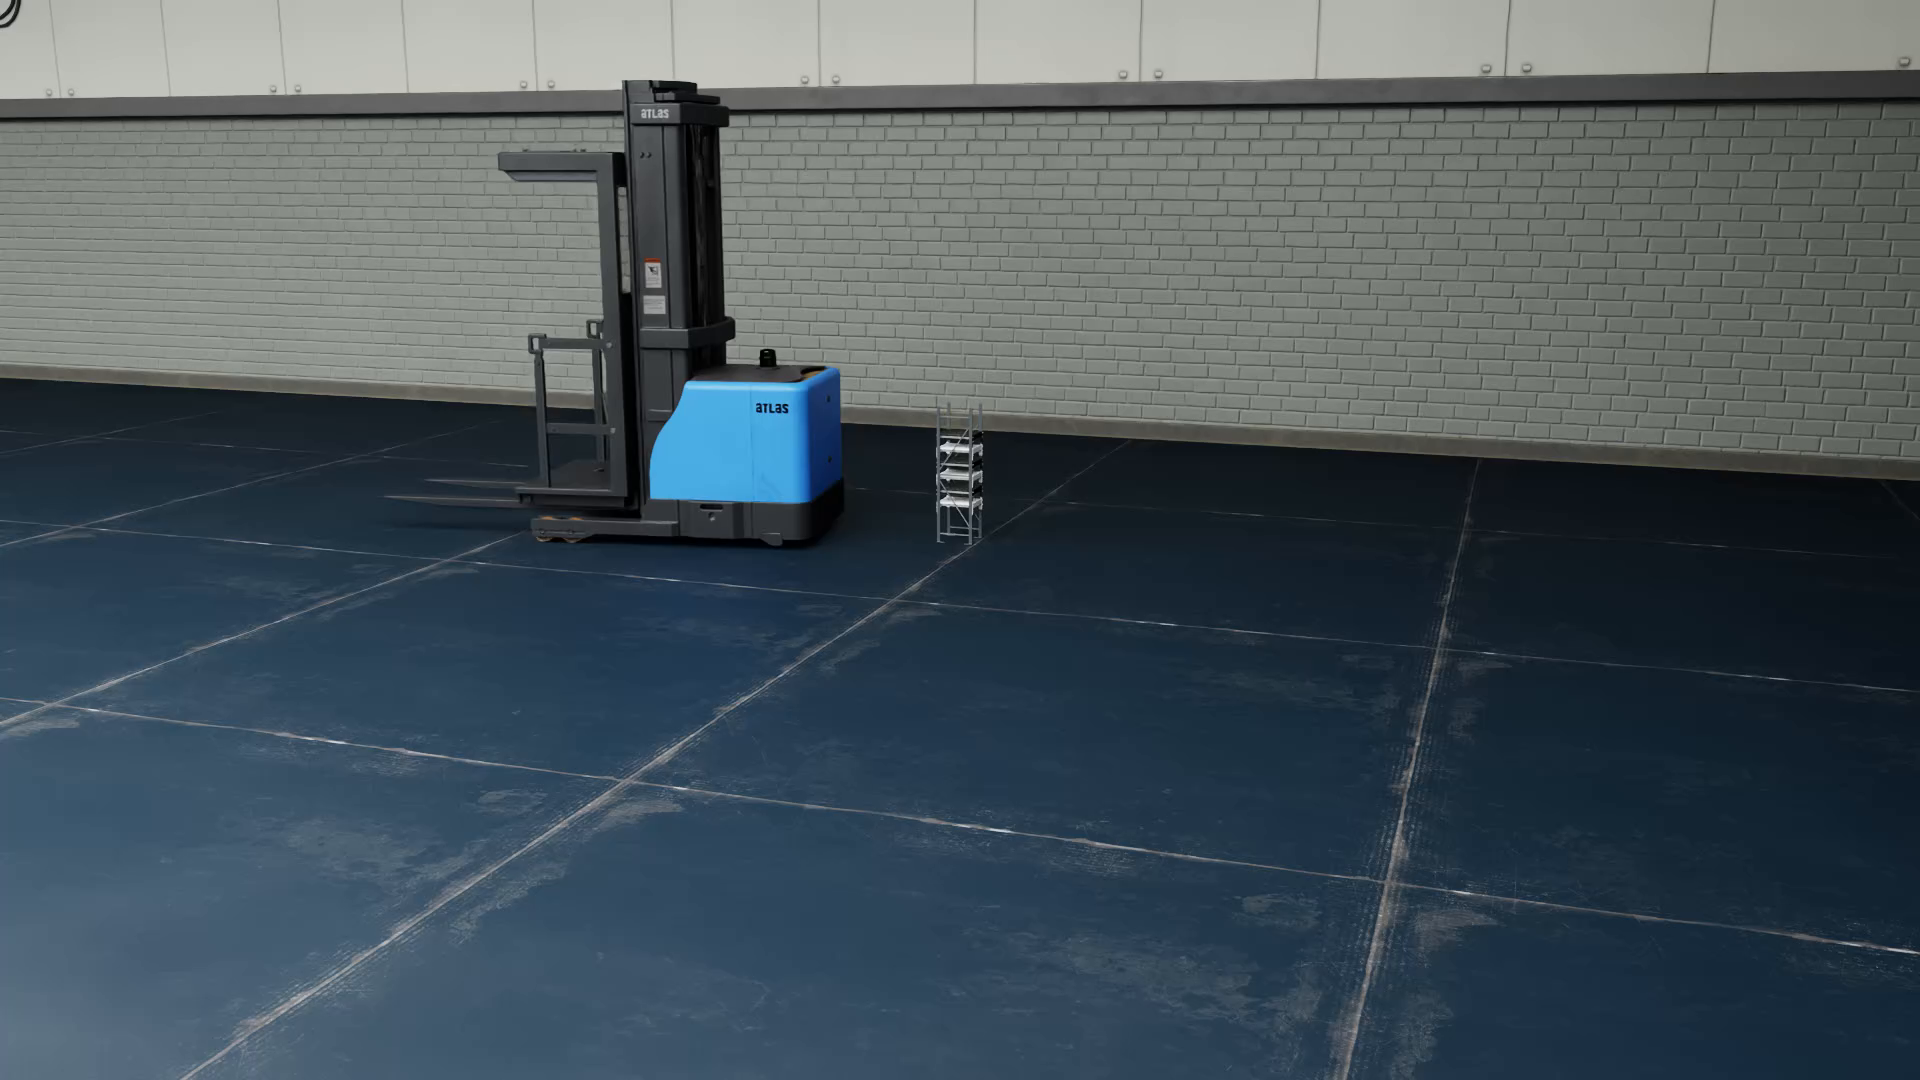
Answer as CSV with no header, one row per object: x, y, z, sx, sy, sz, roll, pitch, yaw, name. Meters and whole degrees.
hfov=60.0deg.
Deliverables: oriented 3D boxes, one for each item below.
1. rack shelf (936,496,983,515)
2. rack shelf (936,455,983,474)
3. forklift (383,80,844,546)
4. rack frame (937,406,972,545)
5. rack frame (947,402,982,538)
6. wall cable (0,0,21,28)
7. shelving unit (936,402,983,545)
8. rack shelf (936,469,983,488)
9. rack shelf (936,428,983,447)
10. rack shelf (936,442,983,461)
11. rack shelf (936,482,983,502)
-0.003,-0.229,10.928,0.258,0.077,0.200,4,14,18,rack shelf
-0.003,-0.492,10.868,0.258,0.077,0.200,4,14,18,rack shelf
-2.368,-1.523,11.074,3.031,2.935,1.130,2,13,9,forklift
-0.036,-0.416,10.787,0.240,0.900,0.006,4,14,18,rack frame
0.030,-0.458,10.974,0.240,0.900,0.006,4,14,18,rack frame
-11.239,-7.924,17.838,2.305,6.003,0.169,4,14,18,wall cable
-0.003,-0.437,10.880,0.258,0.900,0.210,4,14,18,shelving unit
-0.003,-0.405,10.888,0.258,0.077,0.200,4,14,18,rack shelf
-0.003,-0.668,10.828,0.258,0.077,0.200,4,14,18,rack shelf
-0.003,-0.580,10.848,0.258,0.077,0.200,4,14,18,rack shelf
-0.003,-0.317,10.908,0.258,0.077,0.200,4,14,18,rack shelf
